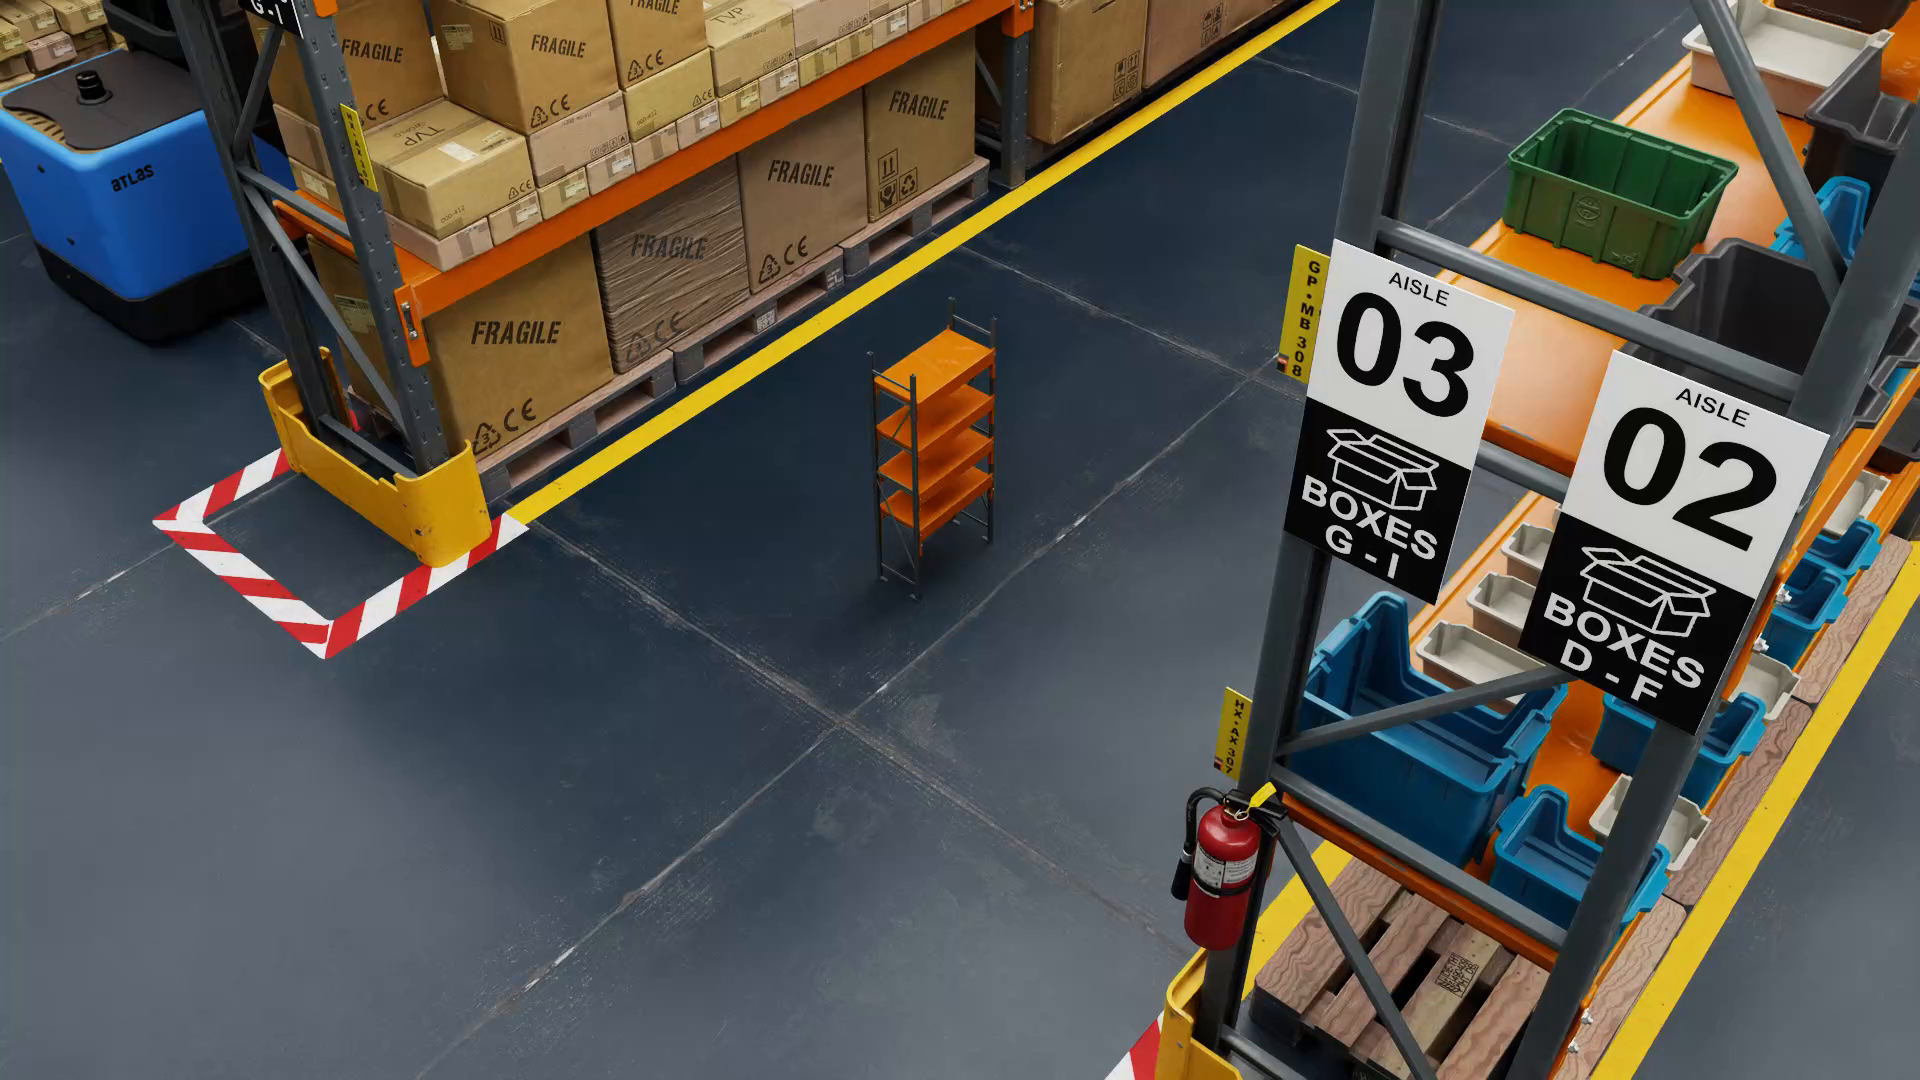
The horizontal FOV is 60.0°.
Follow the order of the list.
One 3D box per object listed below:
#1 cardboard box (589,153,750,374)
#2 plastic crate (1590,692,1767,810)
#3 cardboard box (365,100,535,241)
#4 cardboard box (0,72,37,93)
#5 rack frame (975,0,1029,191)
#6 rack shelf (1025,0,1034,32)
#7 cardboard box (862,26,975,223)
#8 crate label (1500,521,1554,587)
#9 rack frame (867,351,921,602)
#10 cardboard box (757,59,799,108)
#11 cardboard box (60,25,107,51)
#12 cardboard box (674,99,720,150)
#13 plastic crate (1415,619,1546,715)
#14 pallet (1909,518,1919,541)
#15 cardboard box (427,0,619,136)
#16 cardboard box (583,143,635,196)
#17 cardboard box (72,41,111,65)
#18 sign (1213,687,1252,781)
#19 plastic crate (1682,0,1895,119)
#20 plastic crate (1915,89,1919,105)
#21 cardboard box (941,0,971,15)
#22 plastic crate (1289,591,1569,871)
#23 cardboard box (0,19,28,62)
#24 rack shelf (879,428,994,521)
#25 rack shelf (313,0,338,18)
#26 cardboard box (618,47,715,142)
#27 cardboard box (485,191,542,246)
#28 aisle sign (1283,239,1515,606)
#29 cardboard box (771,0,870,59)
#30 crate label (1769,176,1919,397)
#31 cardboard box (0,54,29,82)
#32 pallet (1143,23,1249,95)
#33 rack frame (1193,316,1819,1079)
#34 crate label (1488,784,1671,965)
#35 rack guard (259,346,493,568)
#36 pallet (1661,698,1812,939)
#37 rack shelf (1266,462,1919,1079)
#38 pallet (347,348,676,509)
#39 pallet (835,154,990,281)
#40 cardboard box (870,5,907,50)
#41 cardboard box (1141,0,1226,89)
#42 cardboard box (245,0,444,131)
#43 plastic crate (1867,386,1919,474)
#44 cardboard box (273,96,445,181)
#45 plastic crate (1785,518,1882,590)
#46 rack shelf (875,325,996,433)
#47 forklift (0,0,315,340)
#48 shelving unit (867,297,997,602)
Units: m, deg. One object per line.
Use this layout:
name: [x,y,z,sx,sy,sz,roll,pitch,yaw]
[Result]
cardboard box: [-1.679,-1.524,8.146,0.875,0.875,0.875,29,50,28]
plastic crate: [2.011,0.538,4.691,0.416,0.233,0.300,29,50,28]
cardboard box: [-2.099,-1.507,6.751,0.500,0.250,0.500,28,49,27]
cardboard box: [-5.764,-2.754,10.038,0.380,0.149,0.250,31,50,29]
rack frame: [-0.041,-3.382,8.922,1.000,3.000,0.127,29,50,28]
rack shelf: [1.247,-4.146,10.297,1.077,0.370,4.000,29,50,28]
cardboard box: [-0.527,-2.446,9.160,0.875,0.875,0.875,29,50,28]
crate label: [1.920,0.102,5.242,0.396,0.136,0.243,29,50,28]
rack frame: [-0.264,-0.233,6.797,0.240,1.200,0.015,29,50,28]
cardboard box: [-0.977,-2.198,7.806,0.380,0.149,0.250,30,50,29]
cardboard box: [-5.503,-3.172,10.277,0.380,0.149,0.250,30,50,29]
cardboard box: [-1.308,-1.933,7.515,0.380,0.149,0.250,29,50,28]
plastic crate: [1.562,0.399,4.915,0.396,0.136,0.243,29,50,28]
pallet: [4.279,-0.585,7.919,1.003,0.211,1.213,29,50,28]
cardboard box: [-1.778,-2.042,6.782,0.500,0.500,0.500,28,49,28]
cardboard box: [-1.638,-1.669,7.225,0.380,0.149,0.250,29,50,28]
cardboard box: [-5.504,-3.055,10.369,0.380,0.149,0.250,30,50,29]
sign: [0.745,0.532,4.496,0.100,0.325,0.005,29,50,28]
plastic crate: [2.316,-1.362,4.666,0.437,0.136,0.530,29,50,28]
plastic crate: [2.839,-1.252,4.437,0.437,0.282,0.530,29,50,28]
cardboard box: [-0.152,-2.857,8.532,0.380,0.149,0.250,30,50,29]
plastic crate: [1.249,0.533,4.545,0.616,0.435,0.499,29,50,28]
cardboard box: [-5.749,-2.965,9.829,0.380,0.149,0.250,27,49,27]
rack shelf: [-0.107,-0.309,6.980,0.258,0.148,0.480,29,50,28]
rack shelf: [-1.328,-3.196,7.022,1.077,0.370,4.000,29,50,28]
cardboard box: [-1.444,-2.035,7.331,0.500,0.250,0.500,28,49,27]
cardboard box: [-1.970,-1.402,6.931,0.380,0.149,0.250,29,50,28]
aisle sign: [0.906,-0.230,3.523,0.394,0.787,0.004,29,50,28]
cardboard box: [-0.783,-2.565,7.914,0.500,0.250,0.500,31,50,29]
crate label: [2.017,-0.568,3.708,0.408,0.251,0.502,29,50,28]
cardboard box: [-5.812,-2.891,9.968,0.380,0.149,0.250,32,51,30]
pallet: [1.183,-3.411,11.027,1.003,0.211,1.213,29,50,28]
rack frame: [1.176,0.822,4.299,1.000,3.000,0.127,29,50,28]
crate label: [1.587,0.877,4.318,0.416,0.233,0.303,29,50,28]
rack guard: [-2.630,-0.385,7.484,1.175,0.500,0.348,29,50,28]
pallet: [2.522,0.820,6.373,1.003,0.211,1.213,29,50,28]
rack shelf: [2.463,0.058,5.673,1.077,0.370,4.000,29,50,28]
pallet: [-2.160,-0.736,8.085,1.003,0.211,1.213,29,50,28]
pallet: [-0.590,-1.993,9.467,1.003,0.211,1.213,29,50,28]
cardboard box: [-0.482,-2.593,8.241,0.380,0.149,0.250,30,50,29]
cardboard box: [0.930,-3.550,10.374,1.225,0.875,0.875,28,49,27]
cardboard box: [-2.502,-2.019,6.756,0.500,0.500,0.500,30,50,29]
plastic crate: [3.236,-0.465,5.874,0.437,0.125,0.590,29,50,28]
cardboard box: [-2.506,-1.741,7.008,0.500,0.250,0.500,29,50,28]
plastic crate: [2.627,0.045,5.233,0.416,0.233,0.300,29,50,28]
rack shelf: [-0.107,-0.649,6.671,0.258,0.148,0.480,29,50,28]
forklift: [-3.555,-3.028,8.584,1.130,2.935,3.031,29,50,28]
shelving unit: [-0.107,-0.359,6.935,0.258,1.200,0.503,29,50,28]
